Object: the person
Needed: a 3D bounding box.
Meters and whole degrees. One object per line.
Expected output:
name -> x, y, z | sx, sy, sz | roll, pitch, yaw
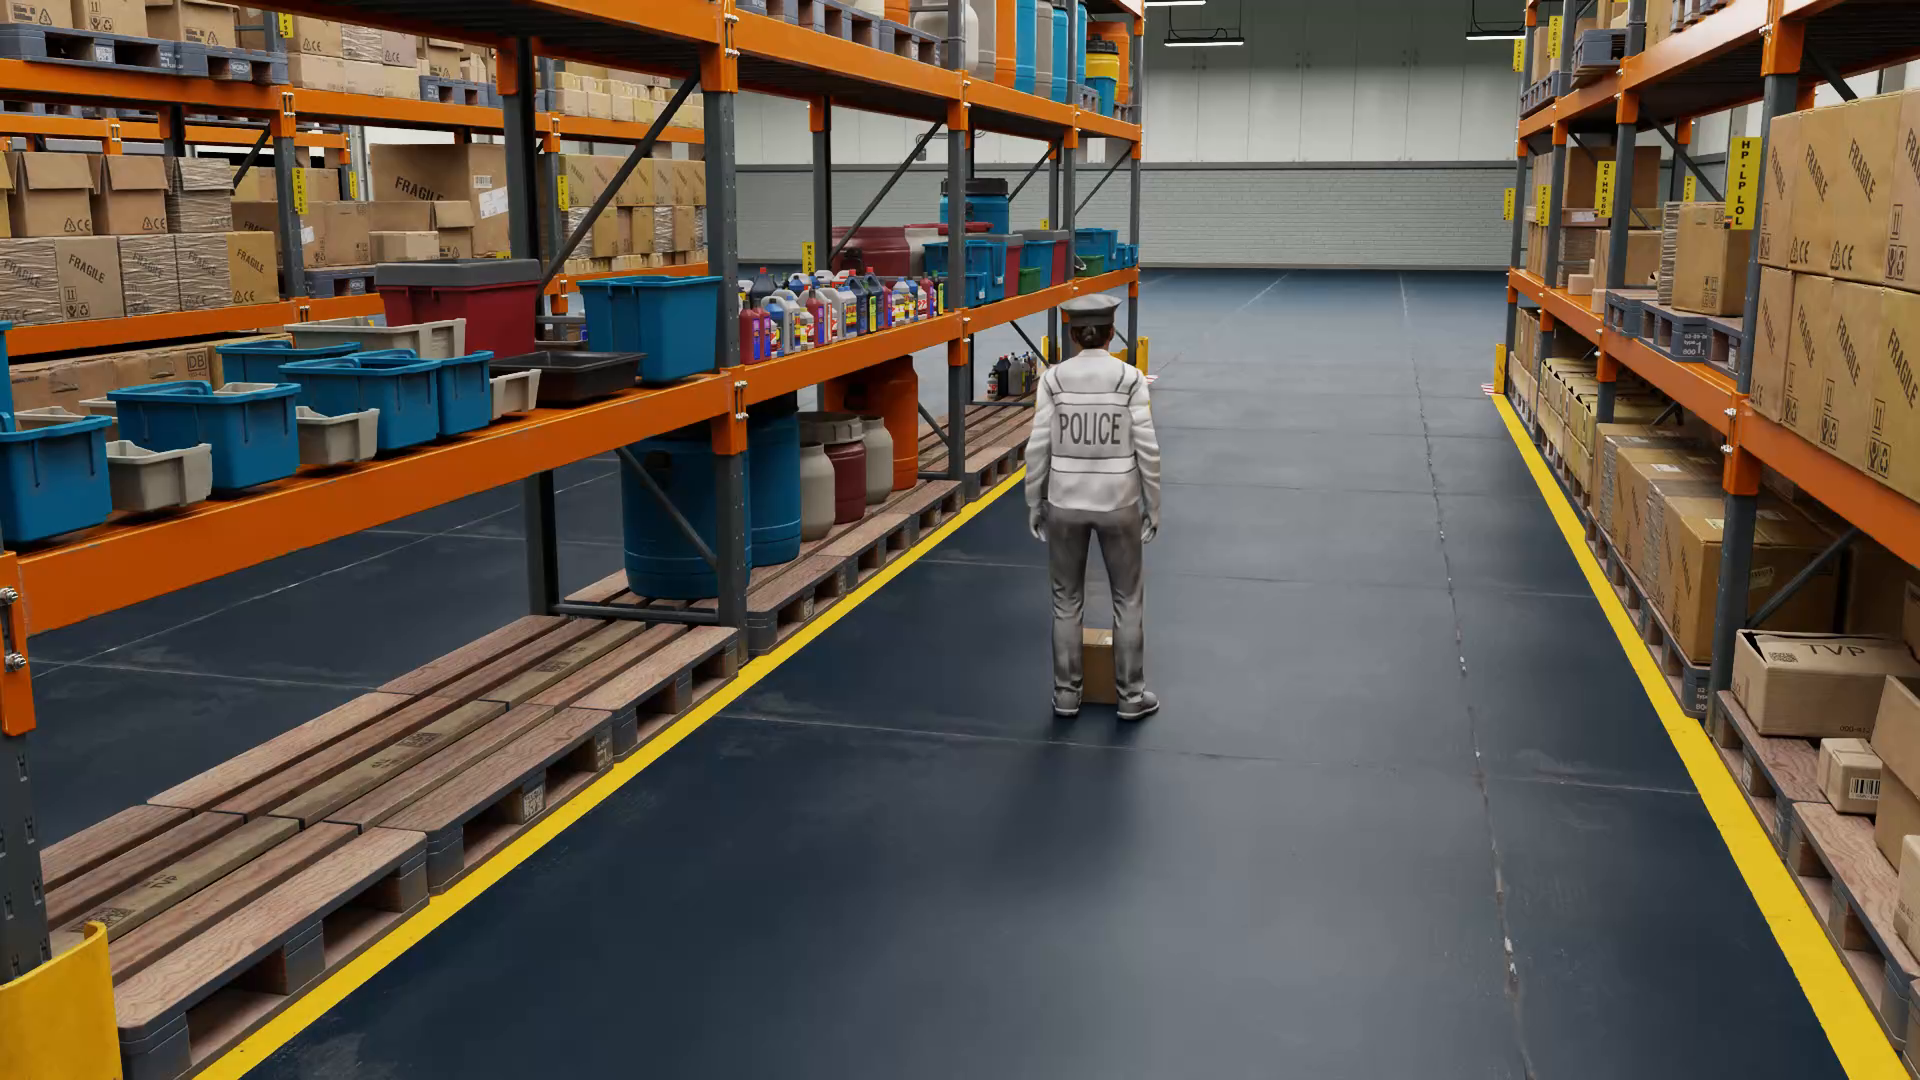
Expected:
person -> 0.525, -0.121, 6.534 | 0.542, 1.662, 0.375 | 2, 12, 10
